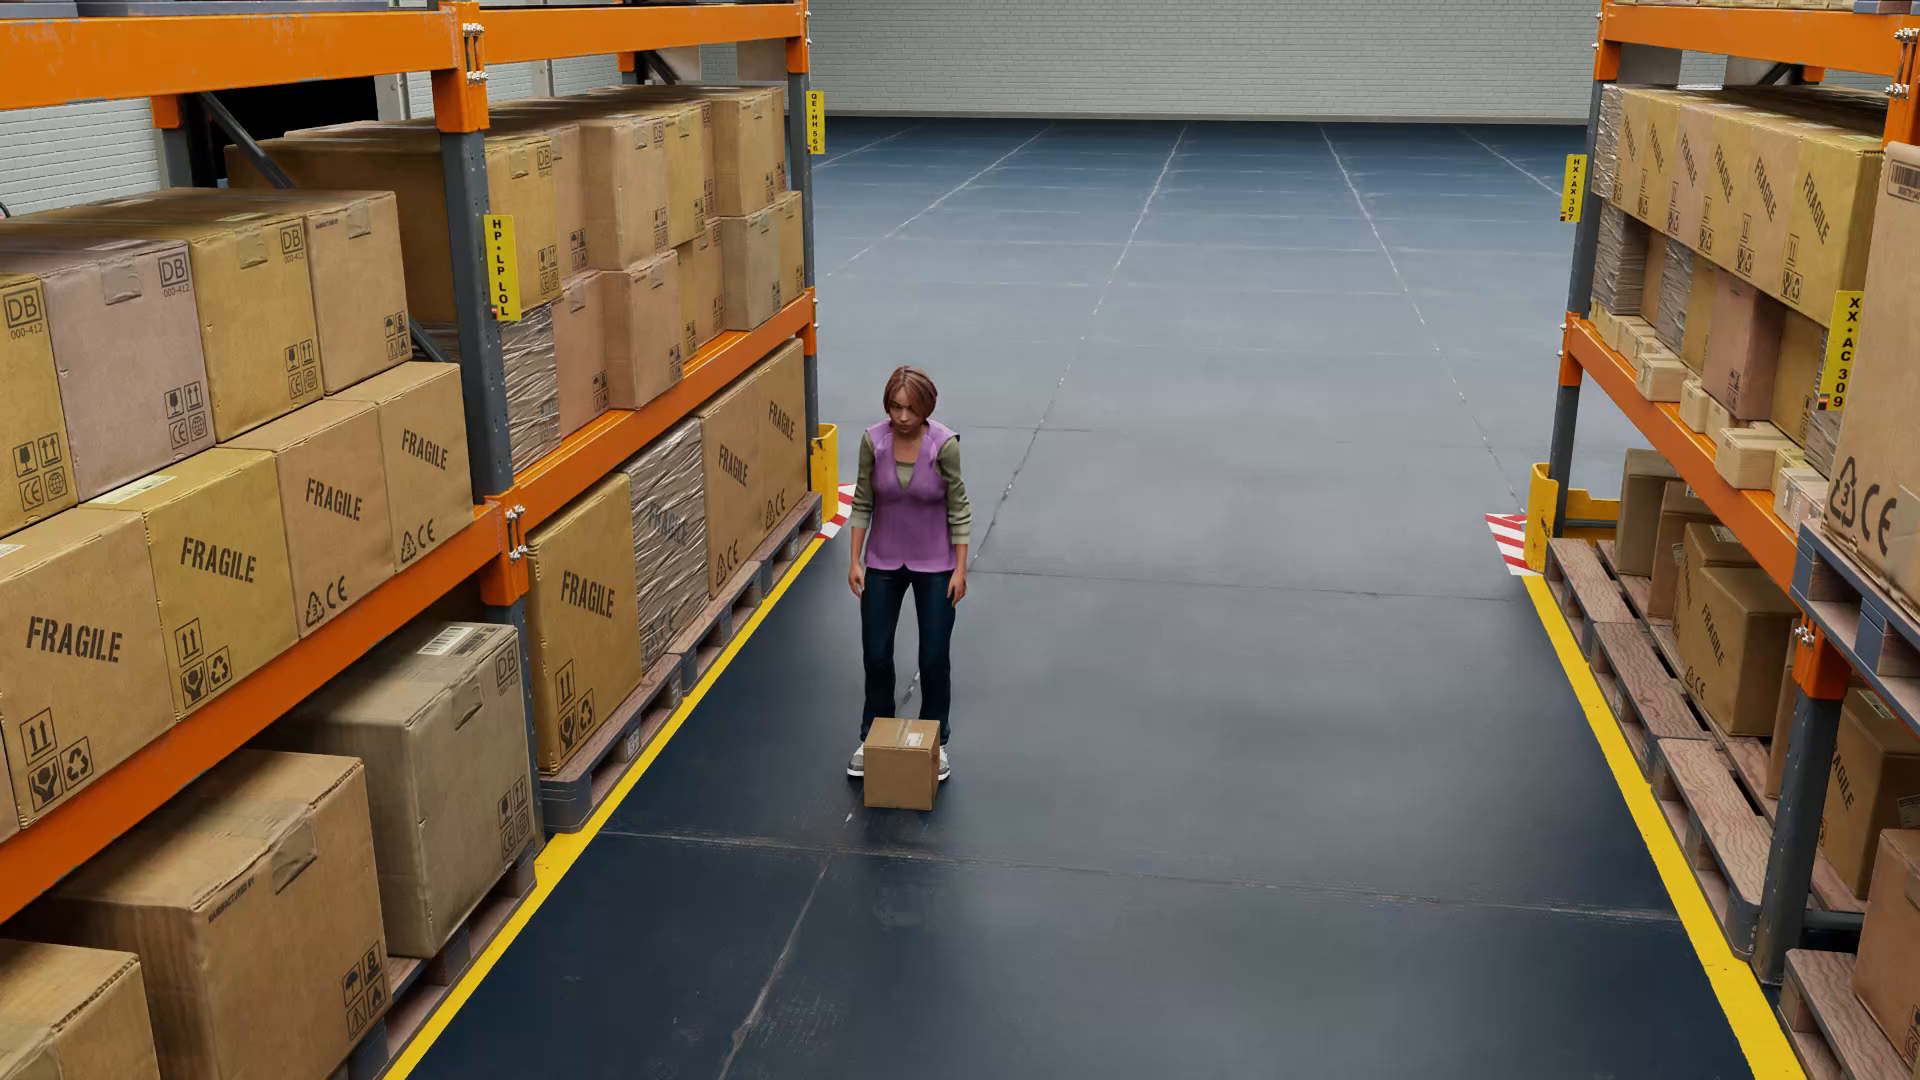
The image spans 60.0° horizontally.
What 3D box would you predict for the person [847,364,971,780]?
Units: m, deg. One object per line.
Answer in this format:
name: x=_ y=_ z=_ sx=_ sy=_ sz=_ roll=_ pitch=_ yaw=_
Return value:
person: x=-0.189 y=0.120 z=6.210 sx=0.459 sy=1.591 sz=0.348 roll=3 pitch=18 yaw=9
